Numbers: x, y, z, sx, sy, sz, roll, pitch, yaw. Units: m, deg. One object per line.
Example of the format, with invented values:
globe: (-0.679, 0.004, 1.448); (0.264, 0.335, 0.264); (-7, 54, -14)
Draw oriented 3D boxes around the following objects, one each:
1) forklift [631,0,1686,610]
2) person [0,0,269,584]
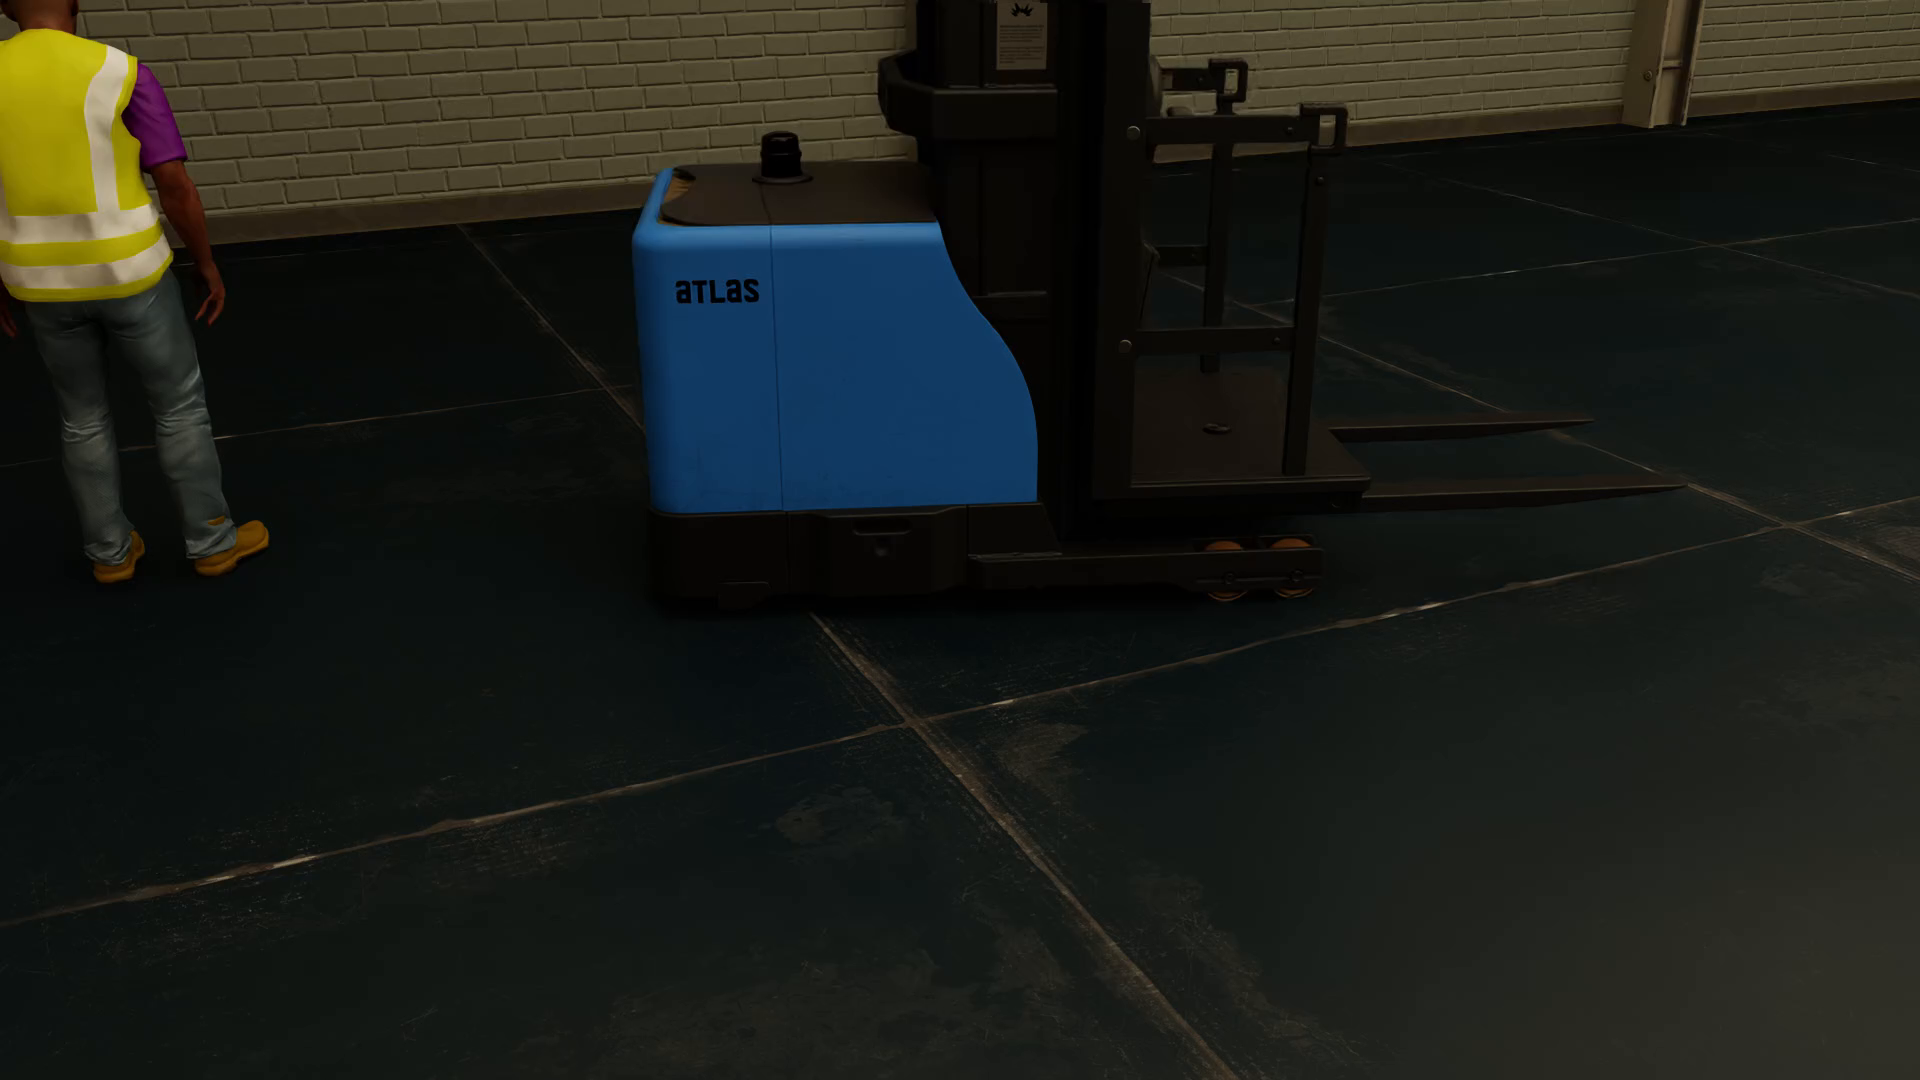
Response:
forklift: (0.612, -1.382, 4.612); (3.031, 2.935, 1.130); (-2, 23, -5)
person: (-2.382, -0.737, 4.591); (0.634, 1.759, 0.460); (-4, 23, -9)
